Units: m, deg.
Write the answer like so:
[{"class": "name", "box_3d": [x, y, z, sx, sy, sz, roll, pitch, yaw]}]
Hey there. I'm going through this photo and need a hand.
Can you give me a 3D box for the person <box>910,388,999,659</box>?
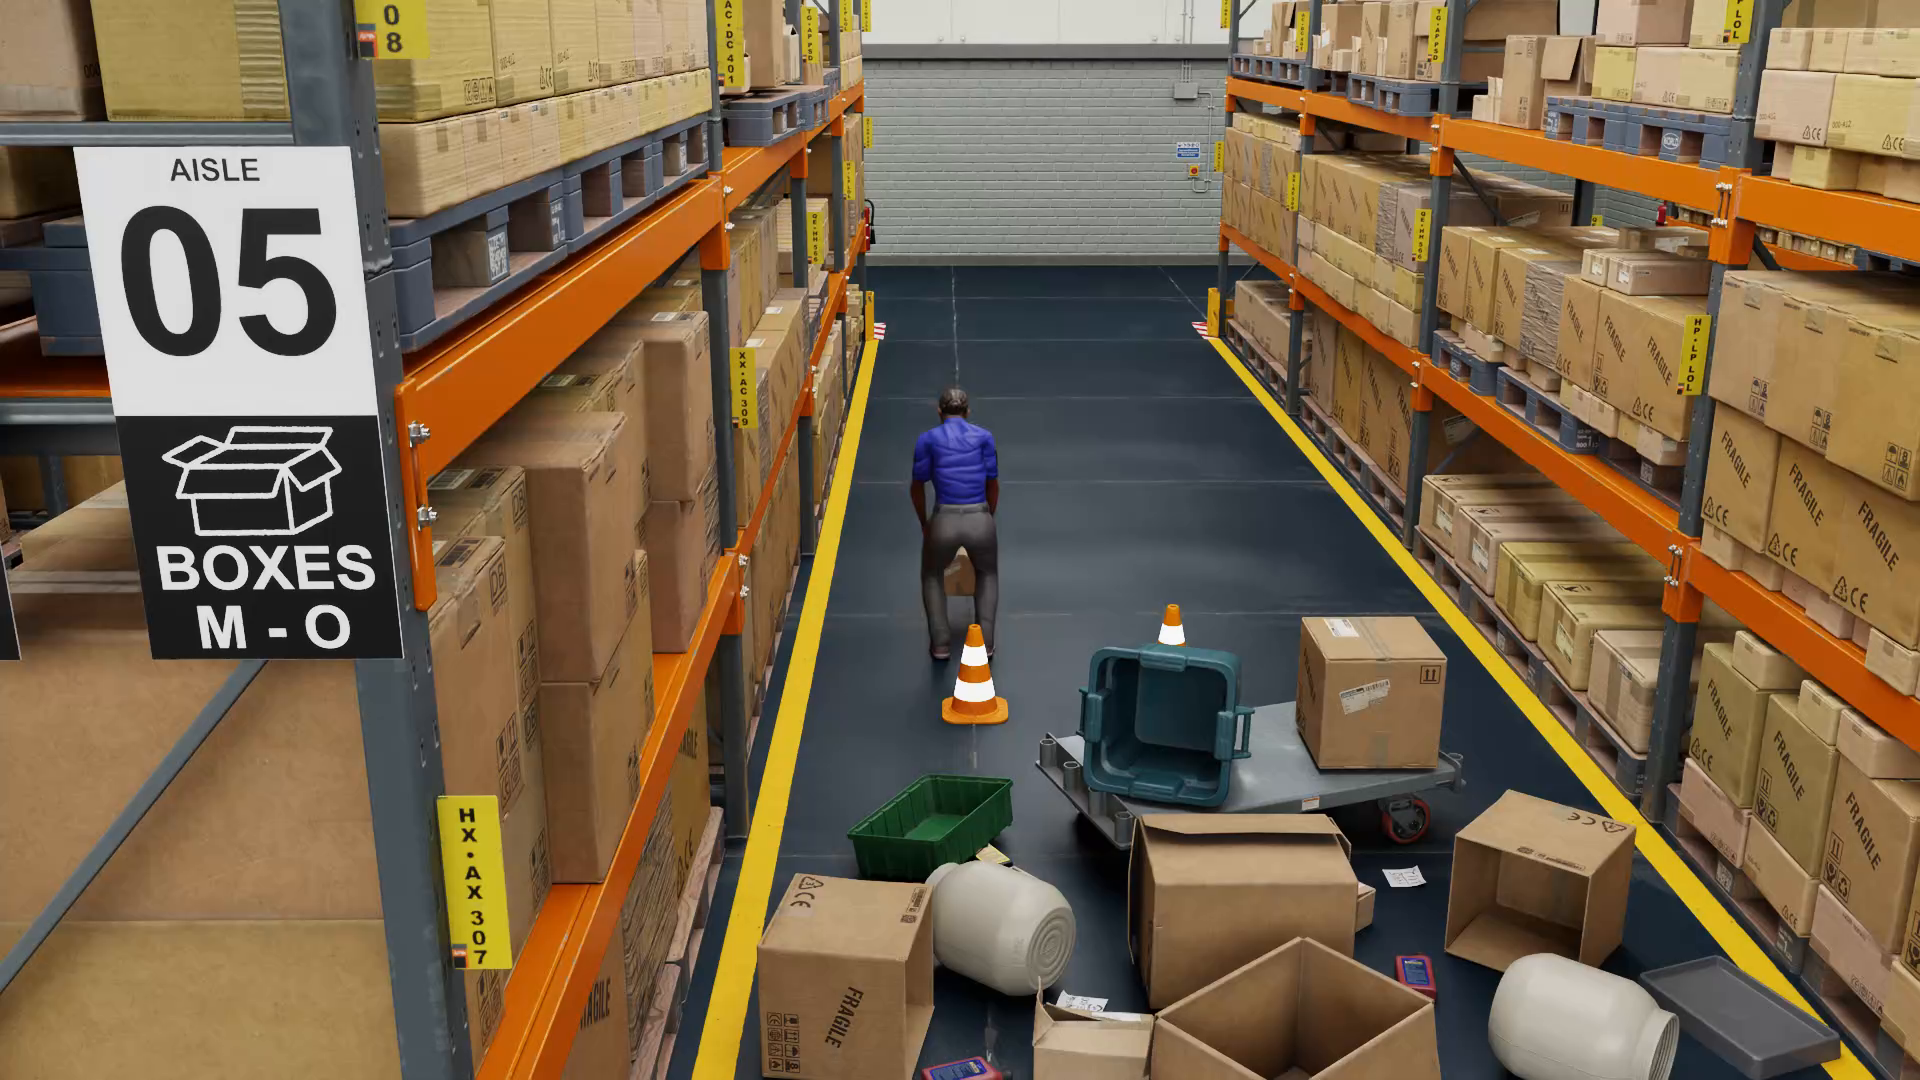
[{"class": "person", "box_3d": [-0.030, -0.073, 9.138, 0.490, 1.465, 0.556, 0, 17, 0]}]
